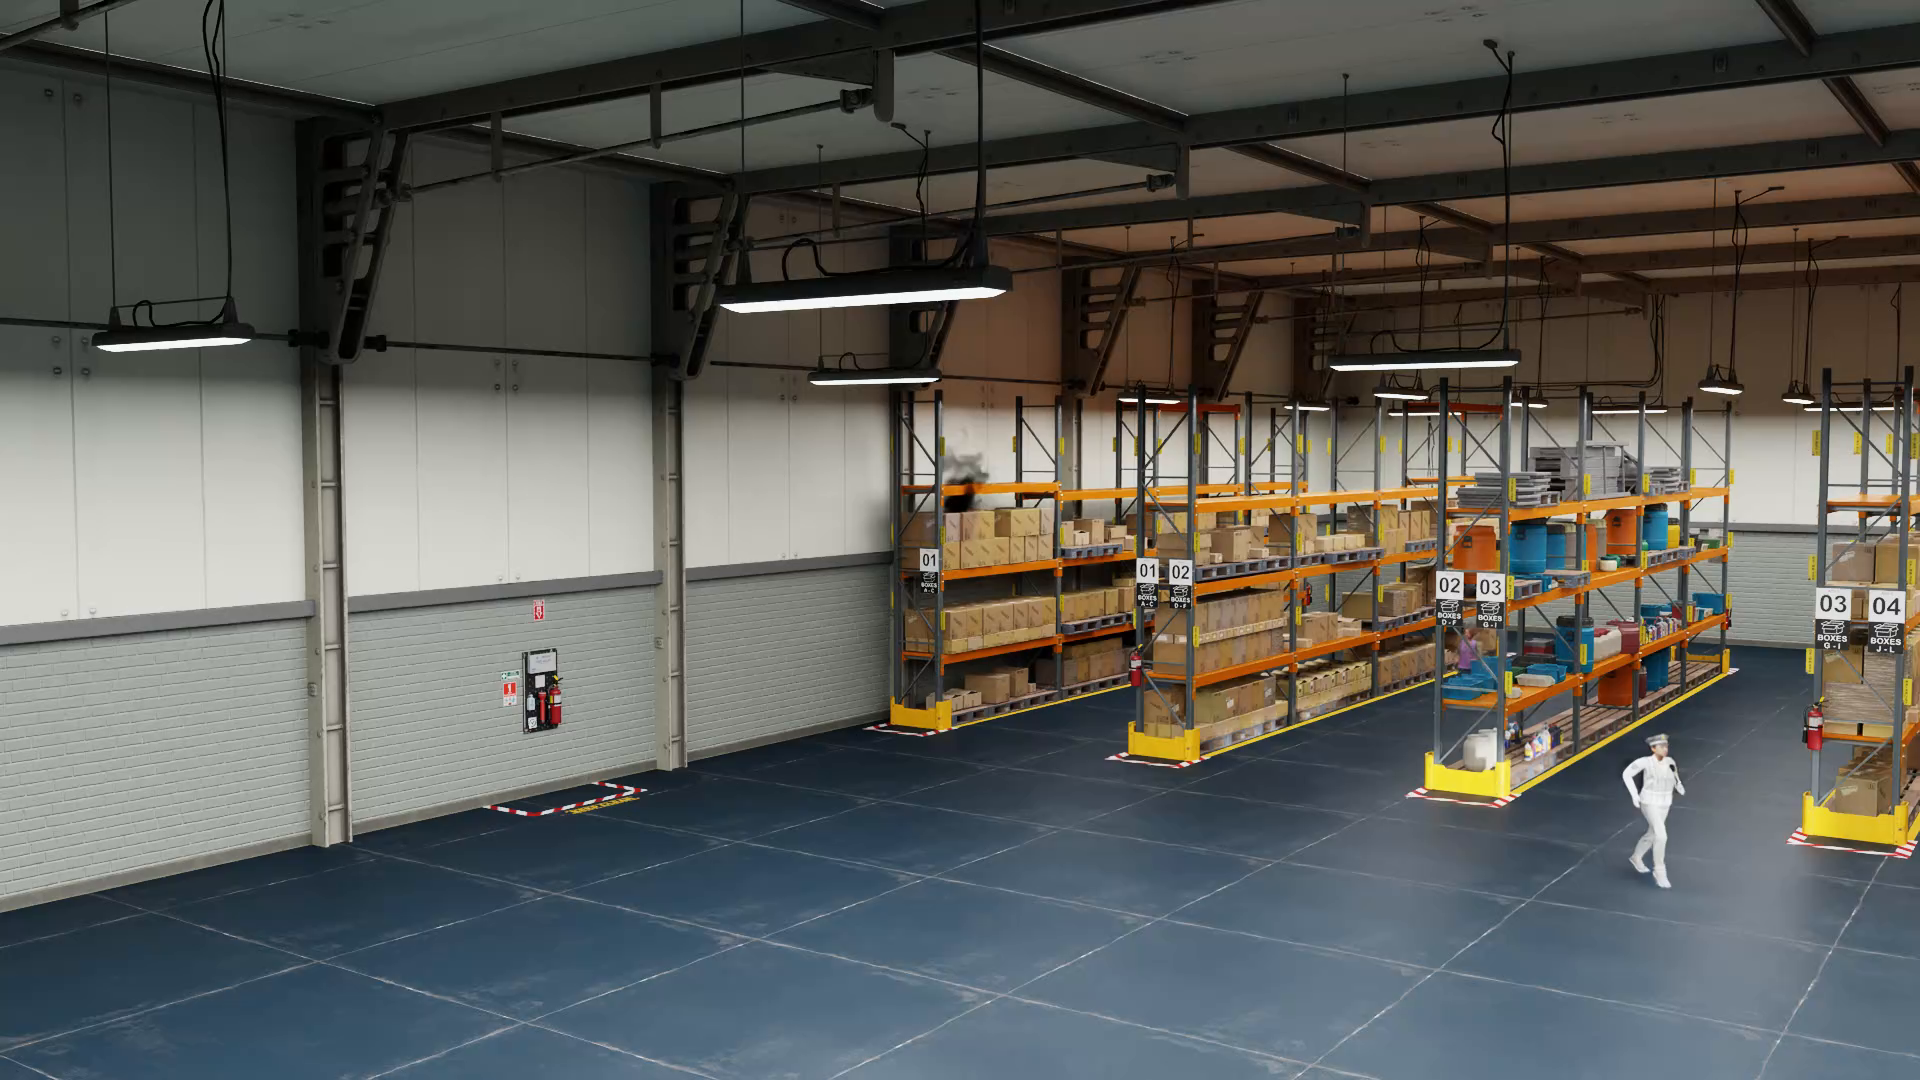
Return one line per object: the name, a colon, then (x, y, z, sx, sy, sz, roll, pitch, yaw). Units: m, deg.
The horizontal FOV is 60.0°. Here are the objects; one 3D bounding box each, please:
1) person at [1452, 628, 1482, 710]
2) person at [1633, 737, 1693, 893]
person: (9.570, 2.448, 31.478, 0.527, 1.554, 0.543, 2, 4, 30)
person: (8.074, 3.088, 19.029, 0.621, 1.709, 0.842, -1, 3, -18)
